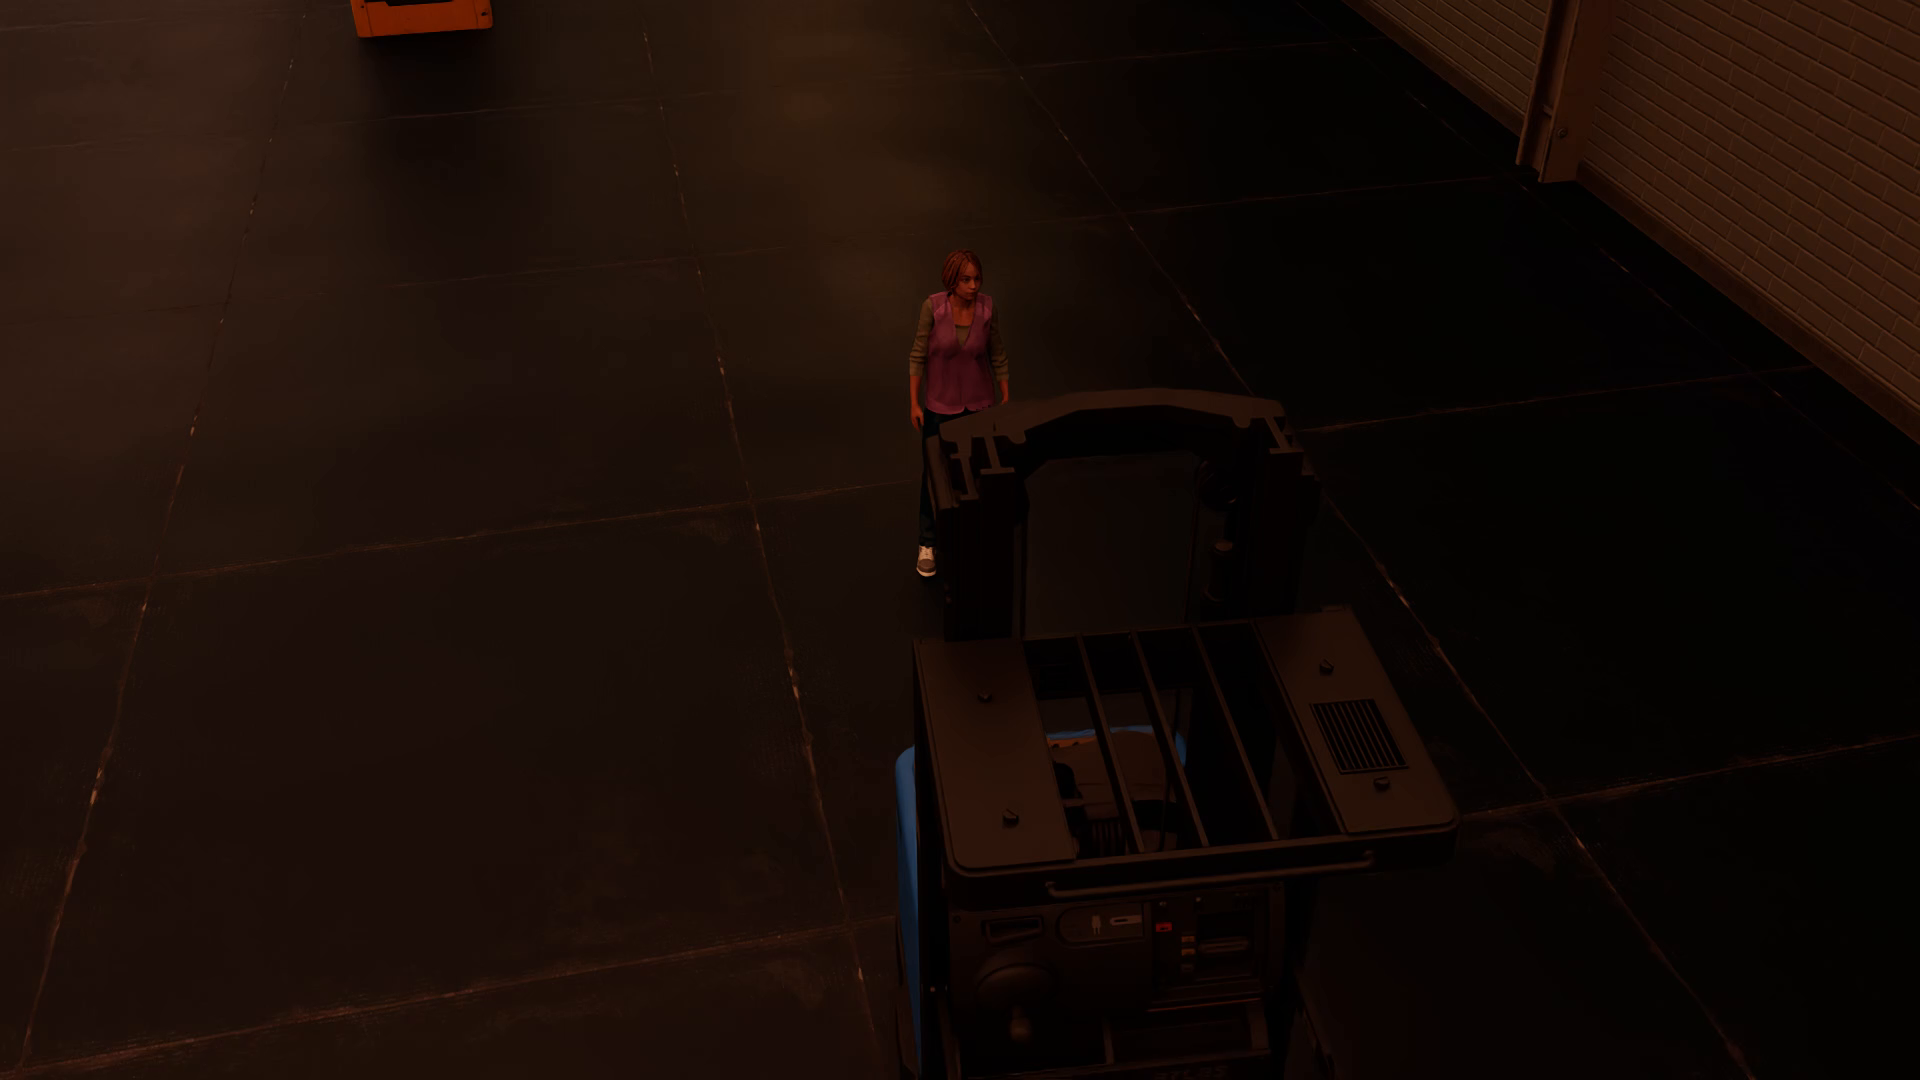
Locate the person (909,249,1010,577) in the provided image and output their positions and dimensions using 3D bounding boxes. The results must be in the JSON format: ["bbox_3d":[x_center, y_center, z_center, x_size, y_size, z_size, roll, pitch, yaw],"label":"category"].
[{"bbox_3d":[0.003,-0.610,8.027,0.520,1.599,0.473,-8,36,-11],"label":"person"}]

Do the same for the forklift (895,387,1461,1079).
[{"bbox_3d":[0.462,1.206,4.375,1.130,2.935,3.031,-4,36,-6],"label":"forklift"}]
